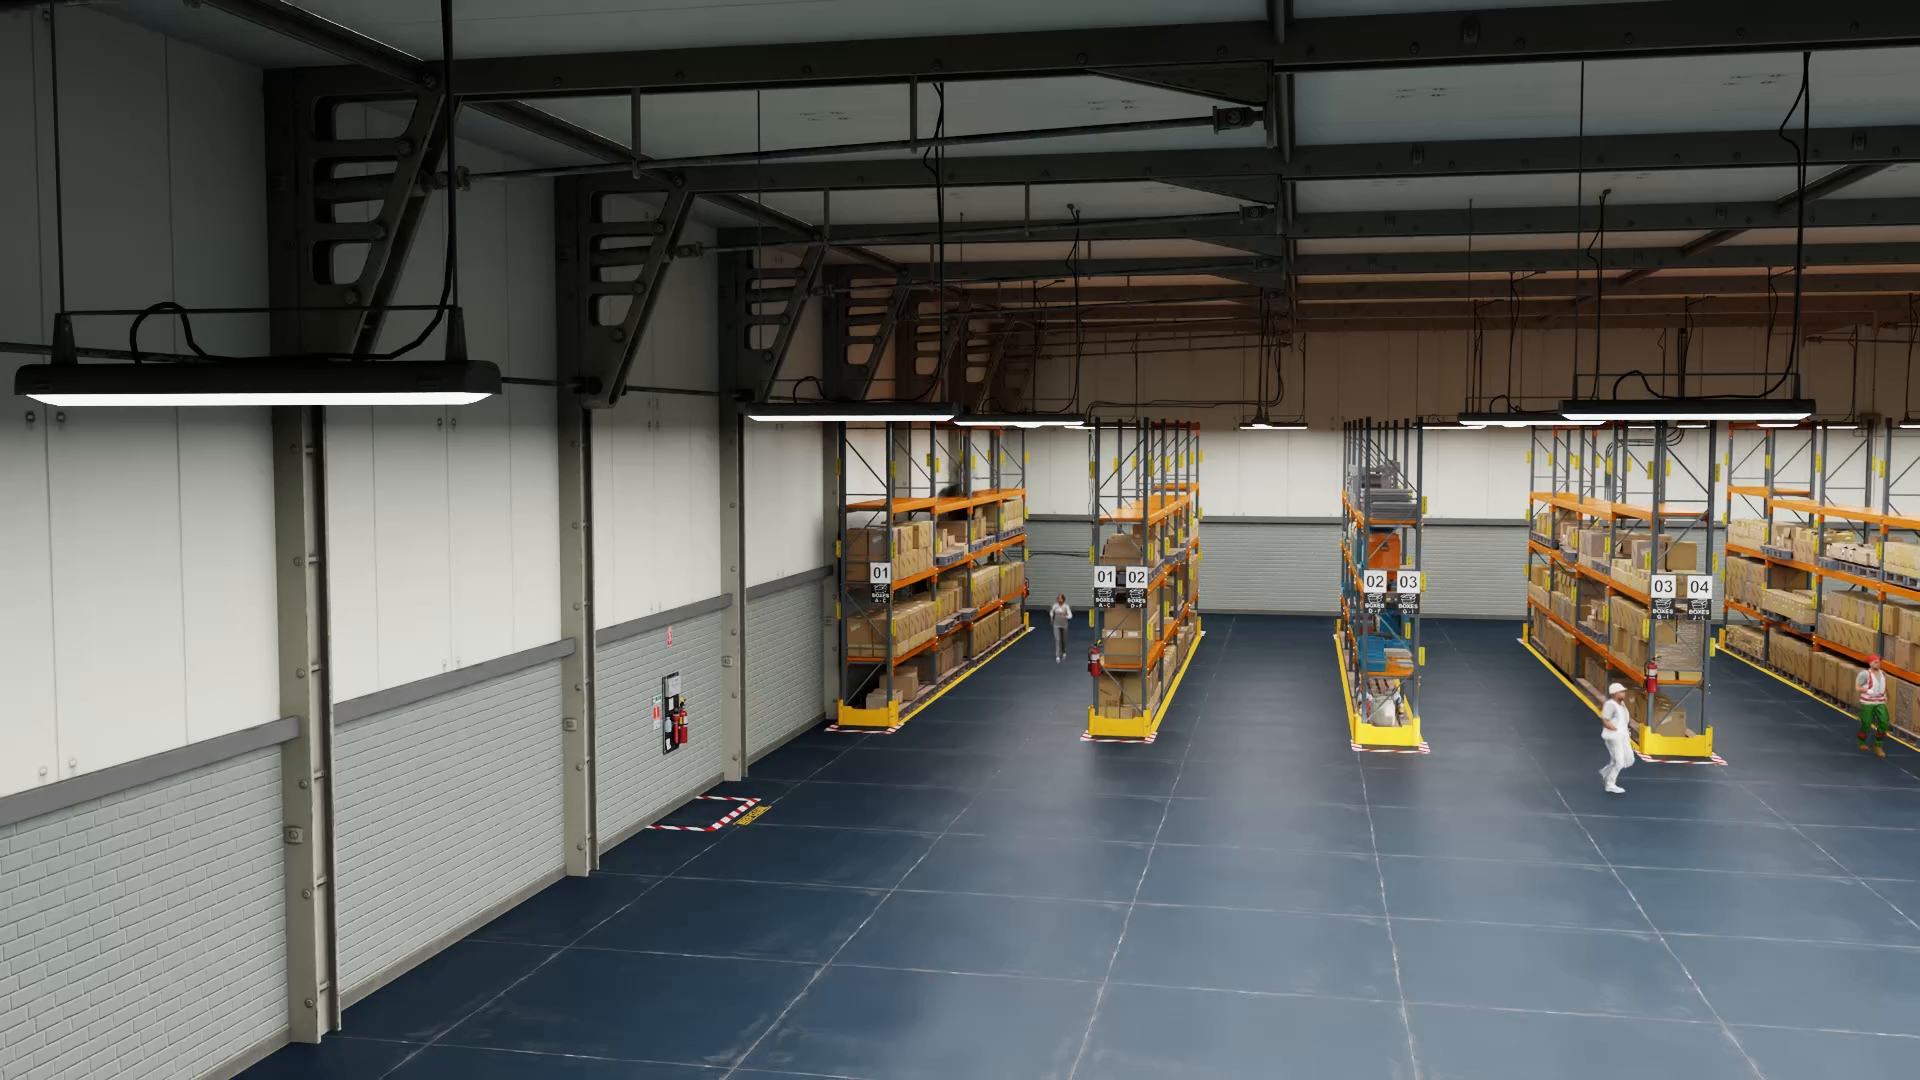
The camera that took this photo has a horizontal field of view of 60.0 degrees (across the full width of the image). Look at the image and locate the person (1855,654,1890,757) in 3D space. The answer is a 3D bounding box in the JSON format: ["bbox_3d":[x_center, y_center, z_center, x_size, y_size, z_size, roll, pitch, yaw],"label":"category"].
[{"bbox_3d":[16.160,2.931,29.450,0.635,1.825,0.749,0,4,1],"label":"person"}]

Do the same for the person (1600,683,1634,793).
[{"bbox_3d":[10.404,3.134,26.371,0.592,1.743,0.699,4,5,44],"label":"person"}]

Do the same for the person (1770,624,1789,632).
[{"bbox_3d":[21.973,1.945,44.710,0.713,1.760,0.873,-1,4,-16],"label":"person"}]

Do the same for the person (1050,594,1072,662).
[{"bbox_3d":[2.377,2.074,39.330,0.543,1.597,0.812,1,4,8],"label":"person"}]
